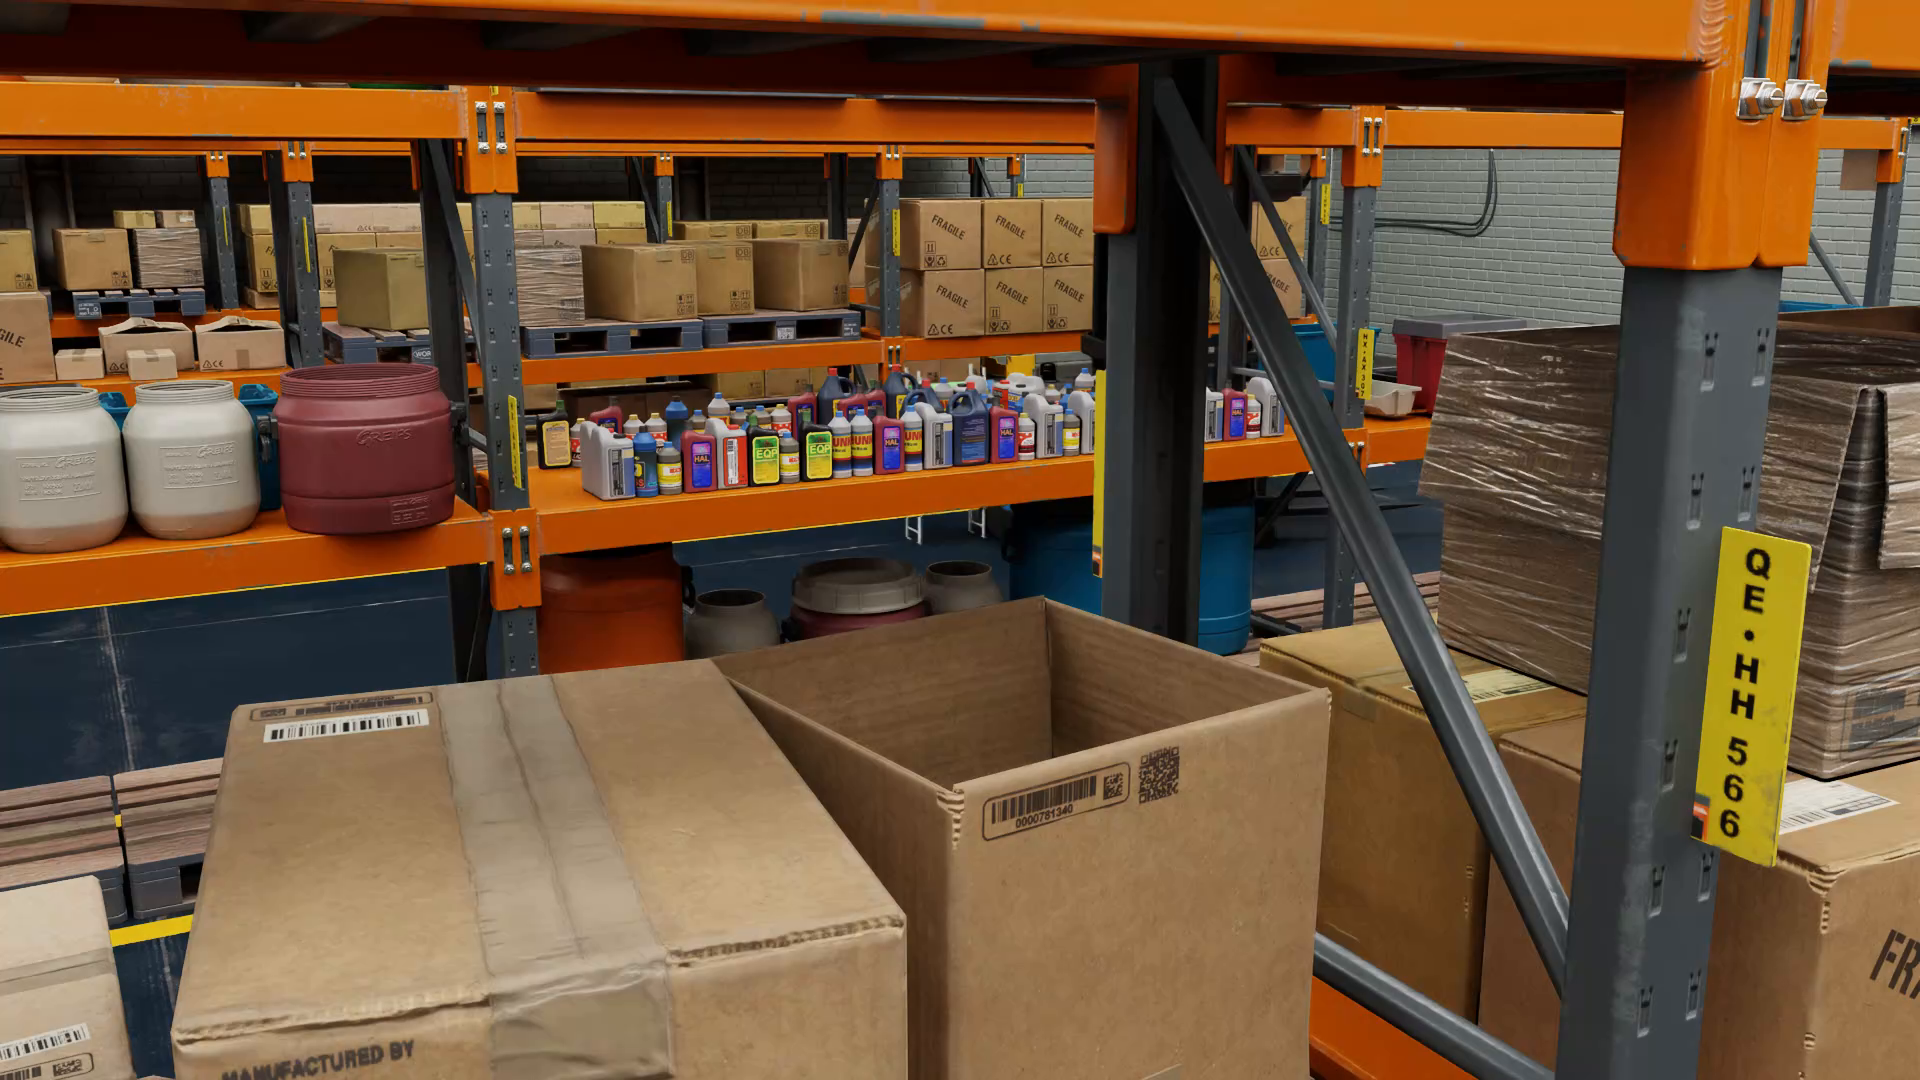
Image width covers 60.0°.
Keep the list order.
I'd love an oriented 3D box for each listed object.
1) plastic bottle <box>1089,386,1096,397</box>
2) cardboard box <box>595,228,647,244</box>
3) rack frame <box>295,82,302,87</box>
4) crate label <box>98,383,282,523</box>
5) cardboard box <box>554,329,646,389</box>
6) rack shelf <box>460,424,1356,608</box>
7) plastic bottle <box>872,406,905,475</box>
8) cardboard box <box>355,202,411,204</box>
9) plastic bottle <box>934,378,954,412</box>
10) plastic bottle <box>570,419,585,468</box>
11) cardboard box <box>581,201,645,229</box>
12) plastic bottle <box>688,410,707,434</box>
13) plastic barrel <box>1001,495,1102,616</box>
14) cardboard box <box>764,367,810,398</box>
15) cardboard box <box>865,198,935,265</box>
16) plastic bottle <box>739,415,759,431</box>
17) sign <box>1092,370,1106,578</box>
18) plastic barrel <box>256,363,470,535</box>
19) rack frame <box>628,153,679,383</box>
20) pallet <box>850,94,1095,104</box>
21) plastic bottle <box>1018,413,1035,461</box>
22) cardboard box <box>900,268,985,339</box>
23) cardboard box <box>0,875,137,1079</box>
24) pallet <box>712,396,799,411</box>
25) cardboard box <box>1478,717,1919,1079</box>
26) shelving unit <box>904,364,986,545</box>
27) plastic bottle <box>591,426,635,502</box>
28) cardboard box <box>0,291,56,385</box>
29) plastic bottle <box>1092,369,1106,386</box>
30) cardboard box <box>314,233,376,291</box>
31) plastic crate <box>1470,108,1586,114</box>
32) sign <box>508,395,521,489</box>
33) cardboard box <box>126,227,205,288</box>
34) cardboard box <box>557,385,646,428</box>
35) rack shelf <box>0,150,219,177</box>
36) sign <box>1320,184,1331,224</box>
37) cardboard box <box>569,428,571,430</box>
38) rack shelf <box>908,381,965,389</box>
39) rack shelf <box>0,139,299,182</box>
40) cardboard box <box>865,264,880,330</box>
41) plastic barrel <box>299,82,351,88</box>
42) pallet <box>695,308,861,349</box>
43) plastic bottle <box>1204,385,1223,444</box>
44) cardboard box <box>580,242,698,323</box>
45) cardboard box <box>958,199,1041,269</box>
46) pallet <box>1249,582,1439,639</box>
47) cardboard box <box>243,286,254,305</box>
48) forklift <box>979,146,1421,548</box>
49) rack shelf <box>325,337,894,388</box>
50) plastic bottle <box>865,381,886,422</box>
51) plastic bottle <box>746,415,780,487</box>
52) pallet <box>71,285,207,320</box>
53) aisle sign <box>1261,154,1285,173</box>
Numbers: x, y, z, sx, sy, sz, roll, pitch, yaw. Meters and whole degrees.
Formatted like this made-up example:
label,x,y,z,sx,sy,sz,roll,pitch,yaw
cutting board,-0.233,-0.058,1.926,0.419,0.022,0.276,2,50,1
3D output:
label,x,y,z,sx,sy,sz,roll,pitch,yaw
plastic bottle,0.612,-0.563,7.571,0.097,0.271,0.097,0,13,0
cardboard box,-3.389,-2.814,16.332,0.500,0.500,0.500,-7,15,-29
rack frame,-4.239,-4.260,10.041,0.127,3.000,1.000,-7,14,-28
crate label,-2.870,-0.343,6.219,0.616,0.435,0.502,-7,14,-28
cardboard box,-3.613,-1.771,16.584,0.750,0.750,0.750,-7,14,-27
rack shelf,-0.113,-0.237,7.470,4.000,0.370,1.077,-7,14,-28
plastic bottle,-0.298,-0.417,6.895,0.133,0.283,0.061,-7,14,-28
cardboard box,-5.434,-3.061,15.722,0.500,0.250,0.500,-7,15,-29
plastic bottle,-0.078,-0.632,7.878,0.097,0.271,0.097,0,13,0
plastic bottle,-1.608,-0.414,7.071,0.097,0.201,0.097,0,13,0
cardboard box,-3.392,-3.179,16.244,0.500,0.250,0.500,-6,14,-26
plastic bottle,-1.149,-0.469,7.315,0.097,0.201,0.097,0,13,0
plastic barrel,0.535,0.149,7.939,0.708,0.901,0.600,-7,14,-28
cardboard box,-1.957,-1.804,17.532,0.500,0.500,0.700,-7,14,-28
cardboard box,-0.408,-2.393,12.907,0.500,0.500,0.500,-7,14,-28
plastic bottle,-0.842,-0.366,6.695,0.097,0.271,0.097,0,13,0
sign,0.236,-0.095,2.561,0.005,0.325,0.100,-7,14,-28
plastic barrel,-2.131,-0.337,5.965,0.708,0.536,0.600,-7,14,-28
rack frame,-3.105,-2.708,16.809,0.127,3.000,1.000,-7,14,-28
pallet,0.007,-1.949,7.034,1.213,0.211,1.003,-7,14,-28
plastic bottle,0.278,-0.450,7.231,0.097,0.201,0.097,0,13,0
cardboard box,-0.150,-1.803,12.563,0.500,0.500,0.500,-6,14,-26
cardboard box,-1.077,0.577,1.599,0.500,0.250,0.500,-7,15,-29
pallet,-2.400,-1.412,17.404,1.213,0.211,1.003,-7,14,-28
cardboard box,1.062,0.529,2.198,0.500,0.500,0.500,-6,14,-26
shelving unit,-0.103,-0.598,11.532,0.503,1.200,0.258,-6,14,-24
plastic bottle,-1.334,-0.301,6.395,0.135,0.276,0.152,-7,14,-28
cardboard box,-5.704,-1.202,9.890,0.500,0.500,0.500,-8,15,-31
plastic bottle,0.732,-0.724,8.278,0.135,0.276,0.152,-7,14,-28
cardboard box,-5.602,-2.546,15.139,0.500,0.500,0.500,-6,14,-26
plastic crate,2.864,-2.276,8.357,0.590,0.269,0.497,-7,14,-28
sign,-1.599,-0.352,5.970,0.005,0.325,0.100,-7,14,-28
cardboard box,-7.023,-2.499,14.652,0.500,0.500,0.700,-9,15,-34
cardboard box,-2.587,-0.953,11.993,0.500,0.250,0.500,-7,15,-29
rack shelf,-8.371,-3.189,13.754,4.000,0.370,1.077,-7,14,-28
sign,3.031,-2.784,13.793,0.005,0.325,0.100,-7,14,-28
cardboard box,-2.618,-0.582,12.056,0.500,0.500,0.500,-7,15,-30
rack shelf,-0.103,-1.004,11.441,0.480,0.148,0.258,-6,14,-24
rack shelf,-5.994,-2.235,9.514,4.000,0.370,1.077,-7,14,-28
cardboard box,-0.412,-1.904,13.012,0.500,0.500,0.500,-7,14,-27
plastic barrel,-2.288,-1.922,6.232,0.421,0.512,0.421,0,13,0
pallet,-1.482,-1.597,12.310,1.213,0.211,1.003,-7,14,-28
plastic bottle,1.131,-0.596,7.708,0.135,0.276,0.152,-7,14,-28
cardboard box,-2.249,-1.809,11.633,0.500,0.500,0.700,-12,17,-42
cardboard box,0.273,-2.340,12.669,0.500,0.500,0.500,-7,15,-30
pallet,2.269,0.477,9.009,1.213,0.211,1.003,-7,14,-28
cardboard box,-6.452,-2.258,15.337,0.250,0.149,0.380,-7,14,-27
forklift,1.702,-1.478,11.503,3.031,2.935,1.130,-2,13,-10
rack shelf,-2.483,-1.192,11.713,4.000,0.370,1.077,-7,14,-28
plastic bottle,-0.406,-0.588,7.654,0.133,0.283,0.061,-7,14,-28
plastic bottle,-0.788,-0.358,6.634,0.133,0.283,0.061,-7,14,-28
pallet,-7.190,-2.098,14.536,1.003,0.211,1.213,-7,14,-28
aisle sign,2.702,-3.506,14.437,0.004,0.787,0.394,-7,14,-28
